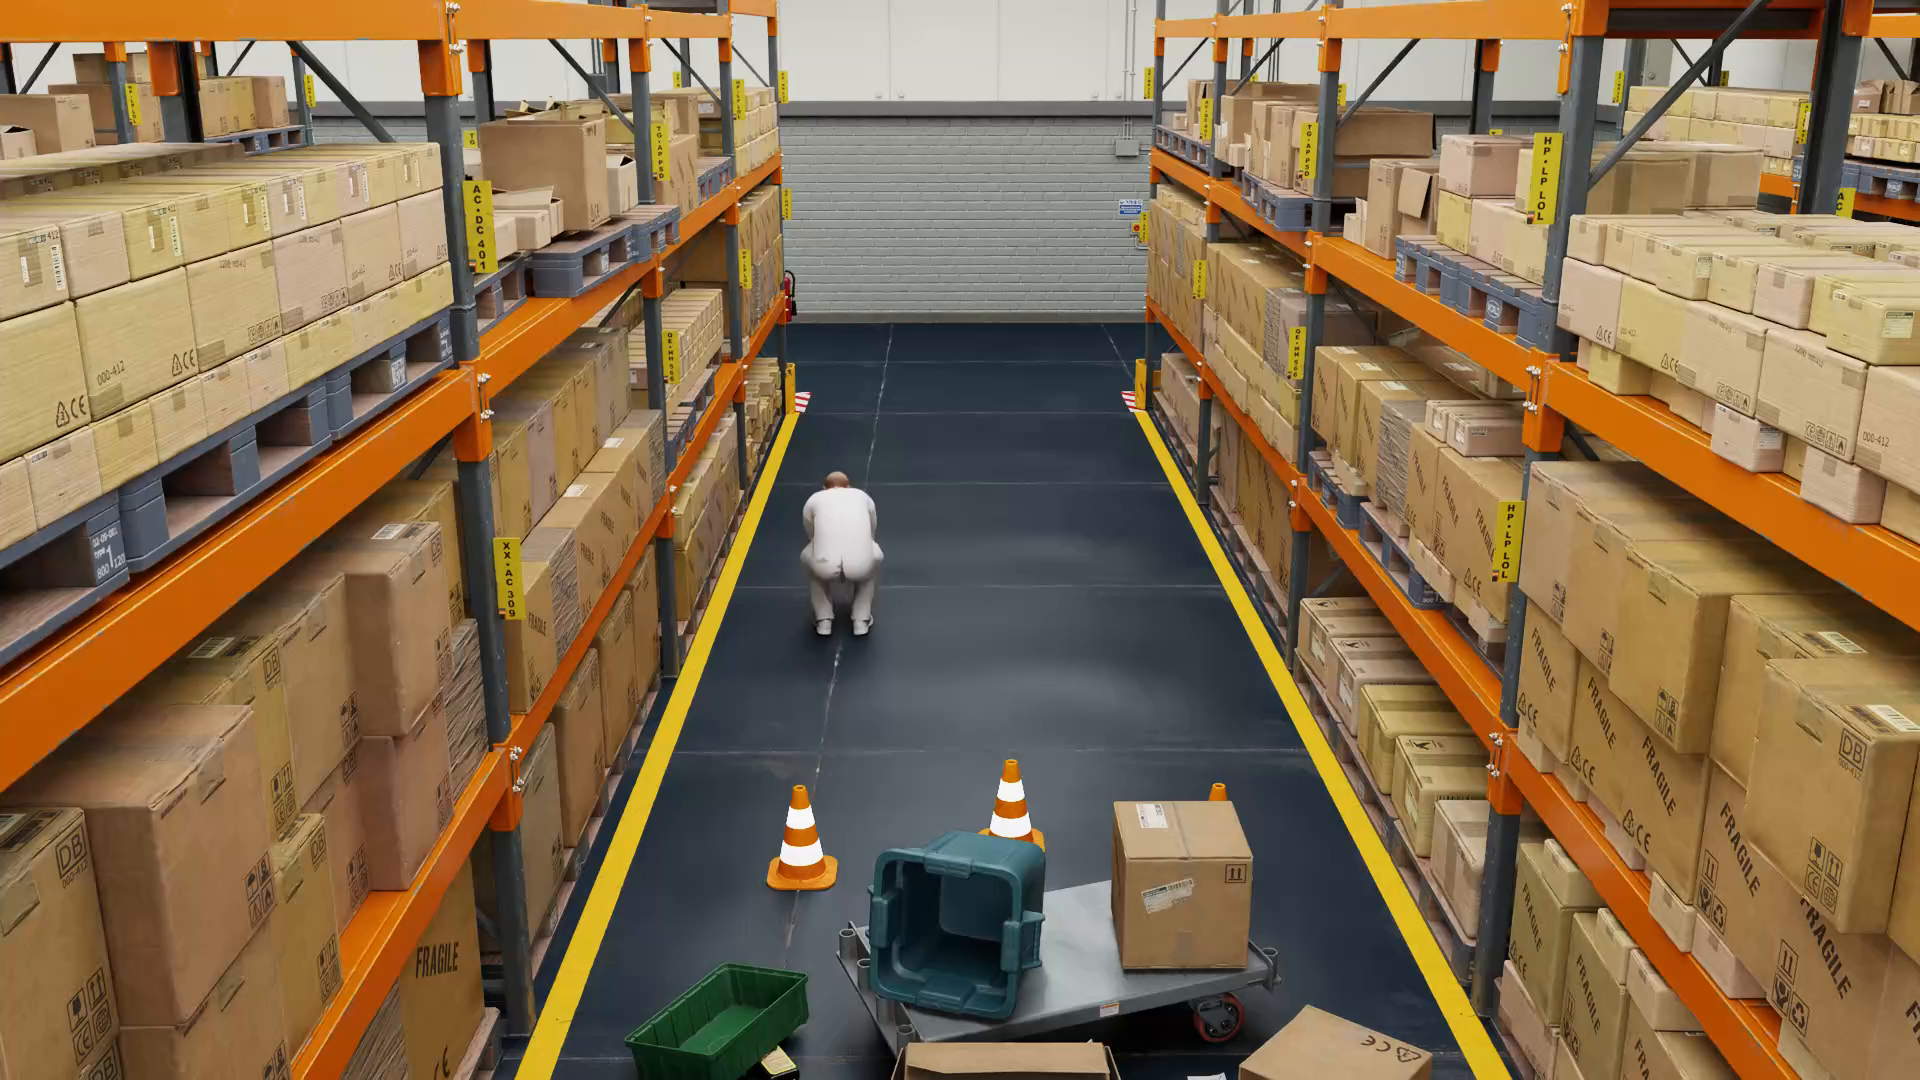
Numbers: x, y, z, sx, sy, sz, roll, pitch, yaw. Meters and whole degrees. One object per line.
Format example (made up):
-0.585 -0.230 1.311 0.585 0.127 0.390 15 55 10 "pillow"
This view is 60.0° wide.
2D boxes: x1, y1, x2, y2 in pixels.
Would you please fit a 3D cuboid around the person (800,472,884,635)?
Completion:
-0.822 0.094 11.615 0.584 0.995 0.950 -1 17 -2 "person"
